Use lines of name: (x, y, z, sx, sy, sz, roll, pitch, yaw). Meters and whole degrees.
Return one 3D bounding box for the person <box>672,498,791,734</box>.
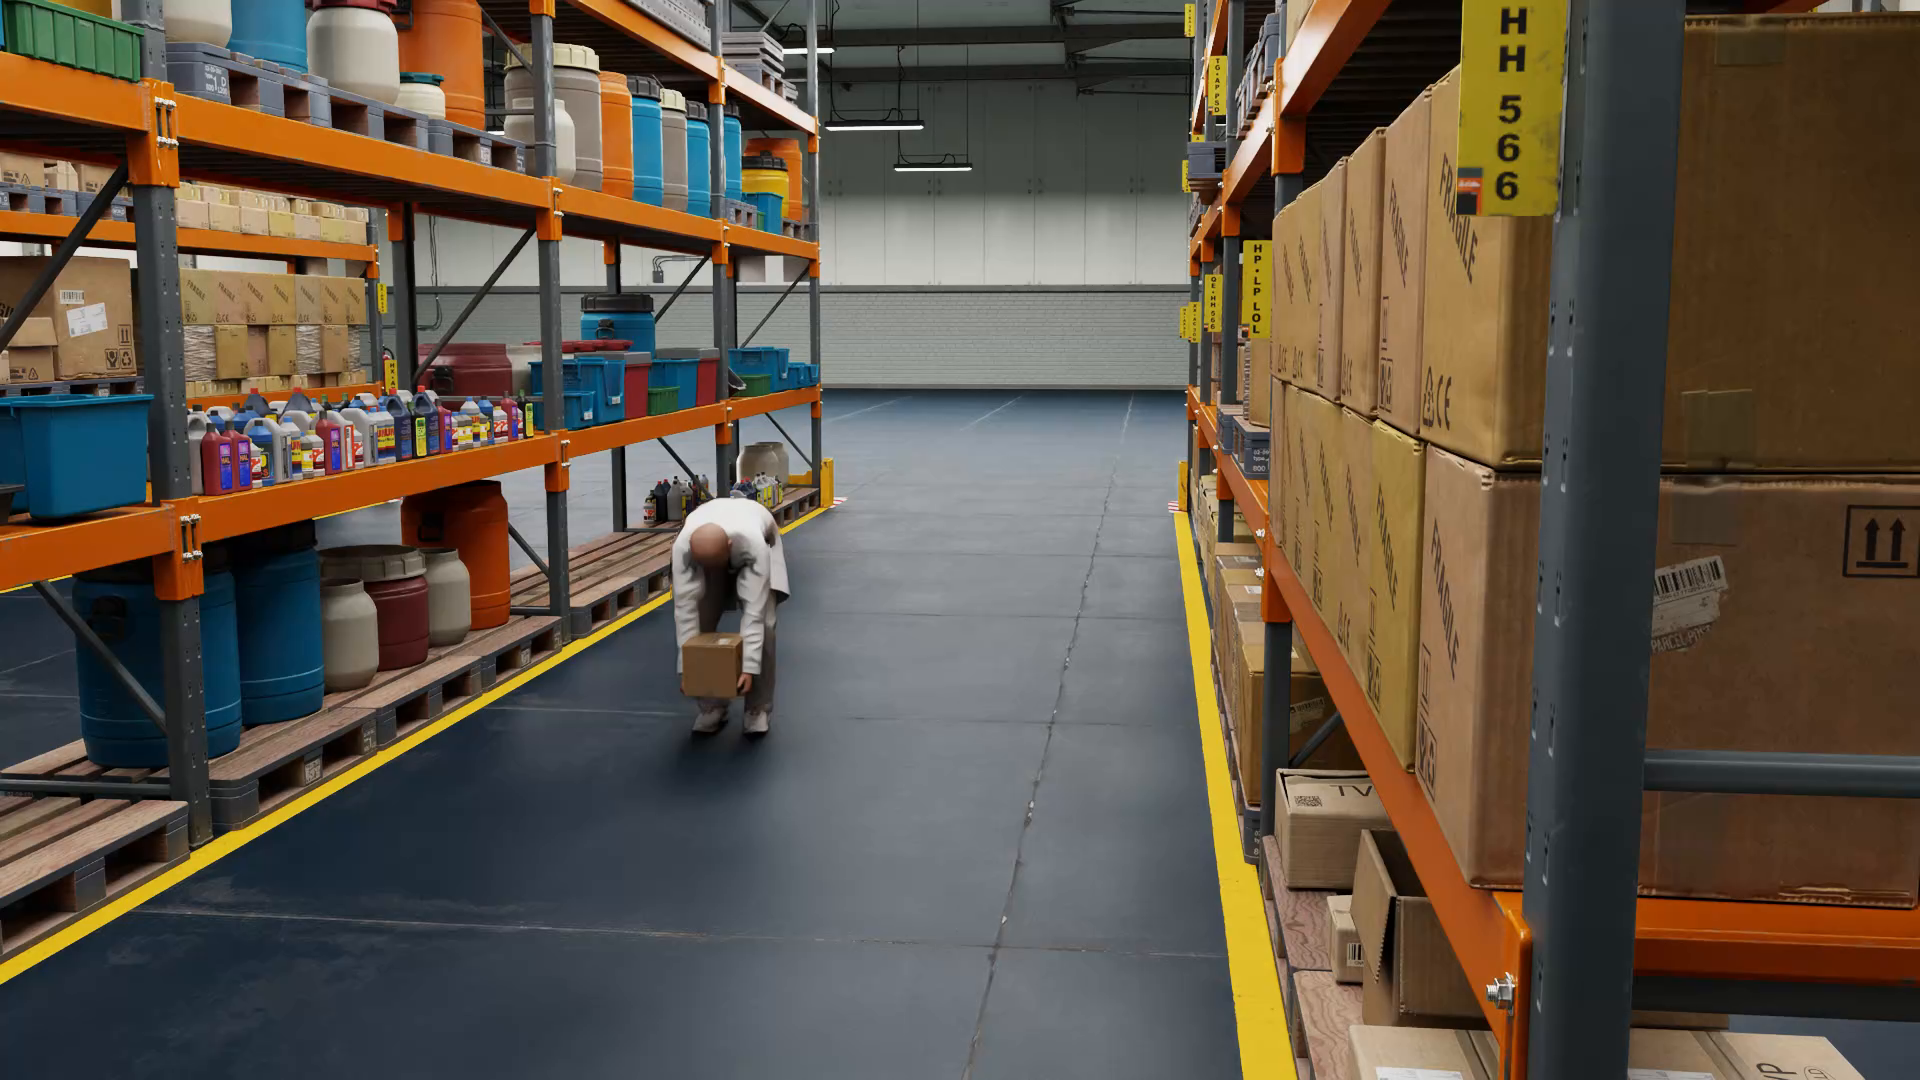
person: (-1.116, 0.384, 7.920, 0.559, 1.127, 0.950, 1, 7, 4)
